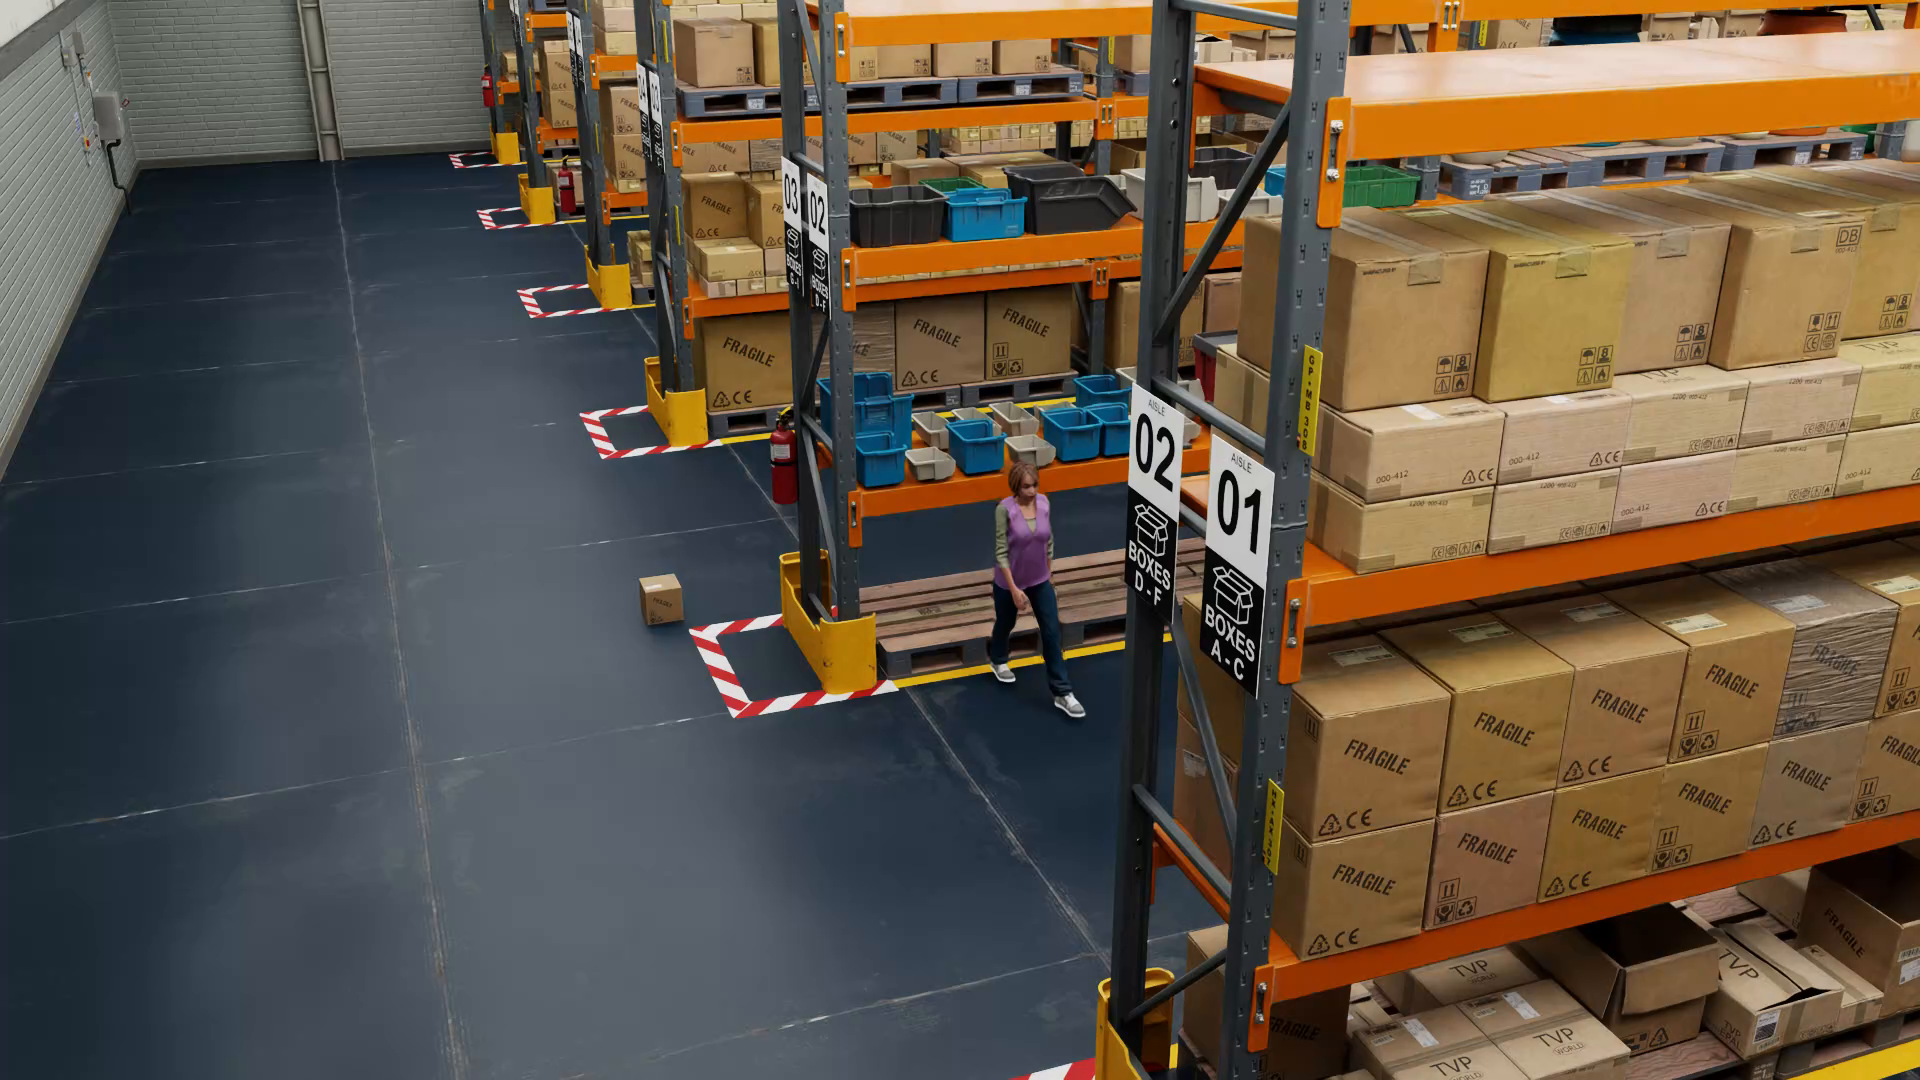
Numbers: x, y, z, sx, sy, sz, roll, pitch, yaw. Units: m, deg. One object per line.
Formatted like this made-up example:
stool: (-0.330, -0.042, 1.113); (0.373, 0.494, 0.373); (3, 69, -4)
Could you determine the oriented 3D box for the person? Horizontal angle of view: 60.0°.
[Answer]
person: (0.431, 0.265, 10.162); (0.454, 1.553, 0.884); (-7, 24, -16)
